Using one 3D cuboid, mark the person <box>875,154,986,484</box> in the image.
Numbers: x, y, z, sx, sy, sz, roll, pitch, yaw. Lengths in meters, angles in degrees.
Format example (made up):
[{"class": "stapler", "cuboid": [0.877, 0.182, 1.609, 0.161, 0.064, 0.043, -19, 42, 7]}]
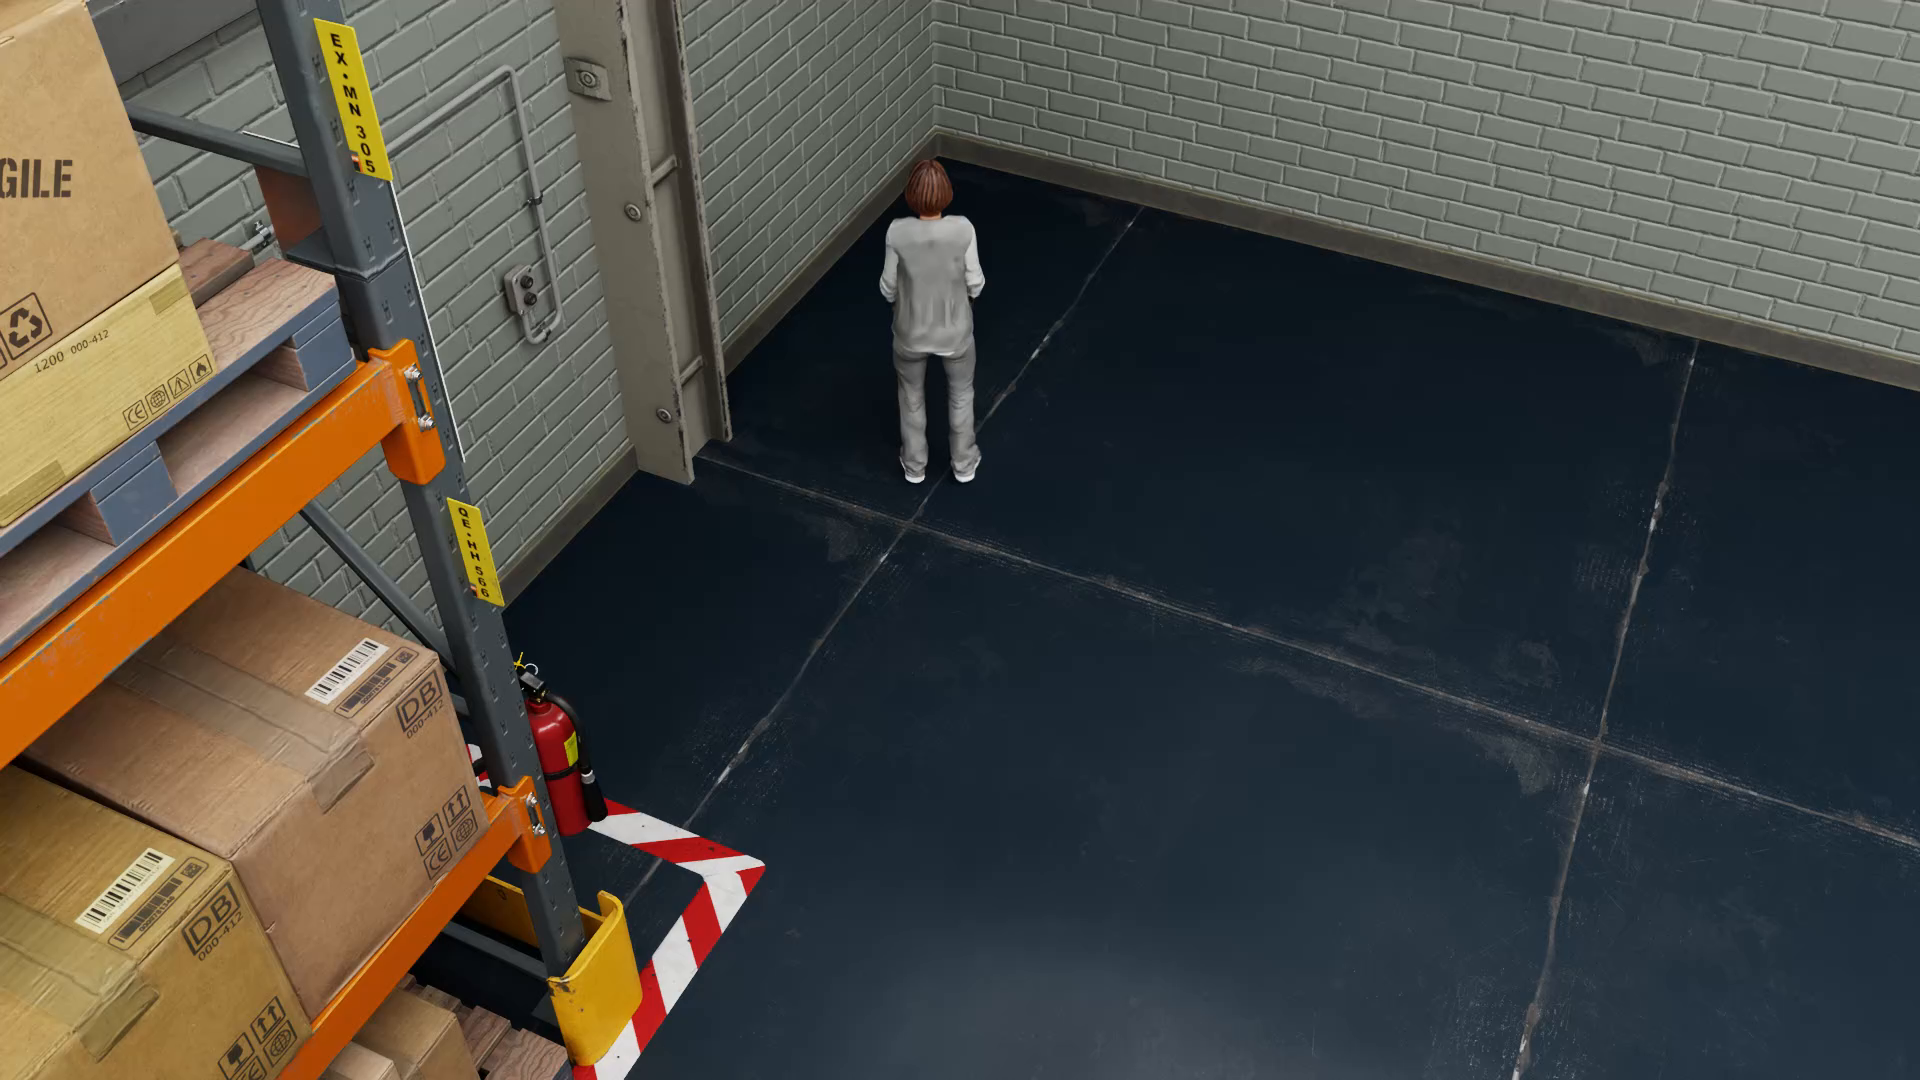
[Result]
[{"class": "person", "cuboid": [-0.116, -0.904, 7.152, 0.483, 1.594, 0.342, -2, 43, -2]}]
